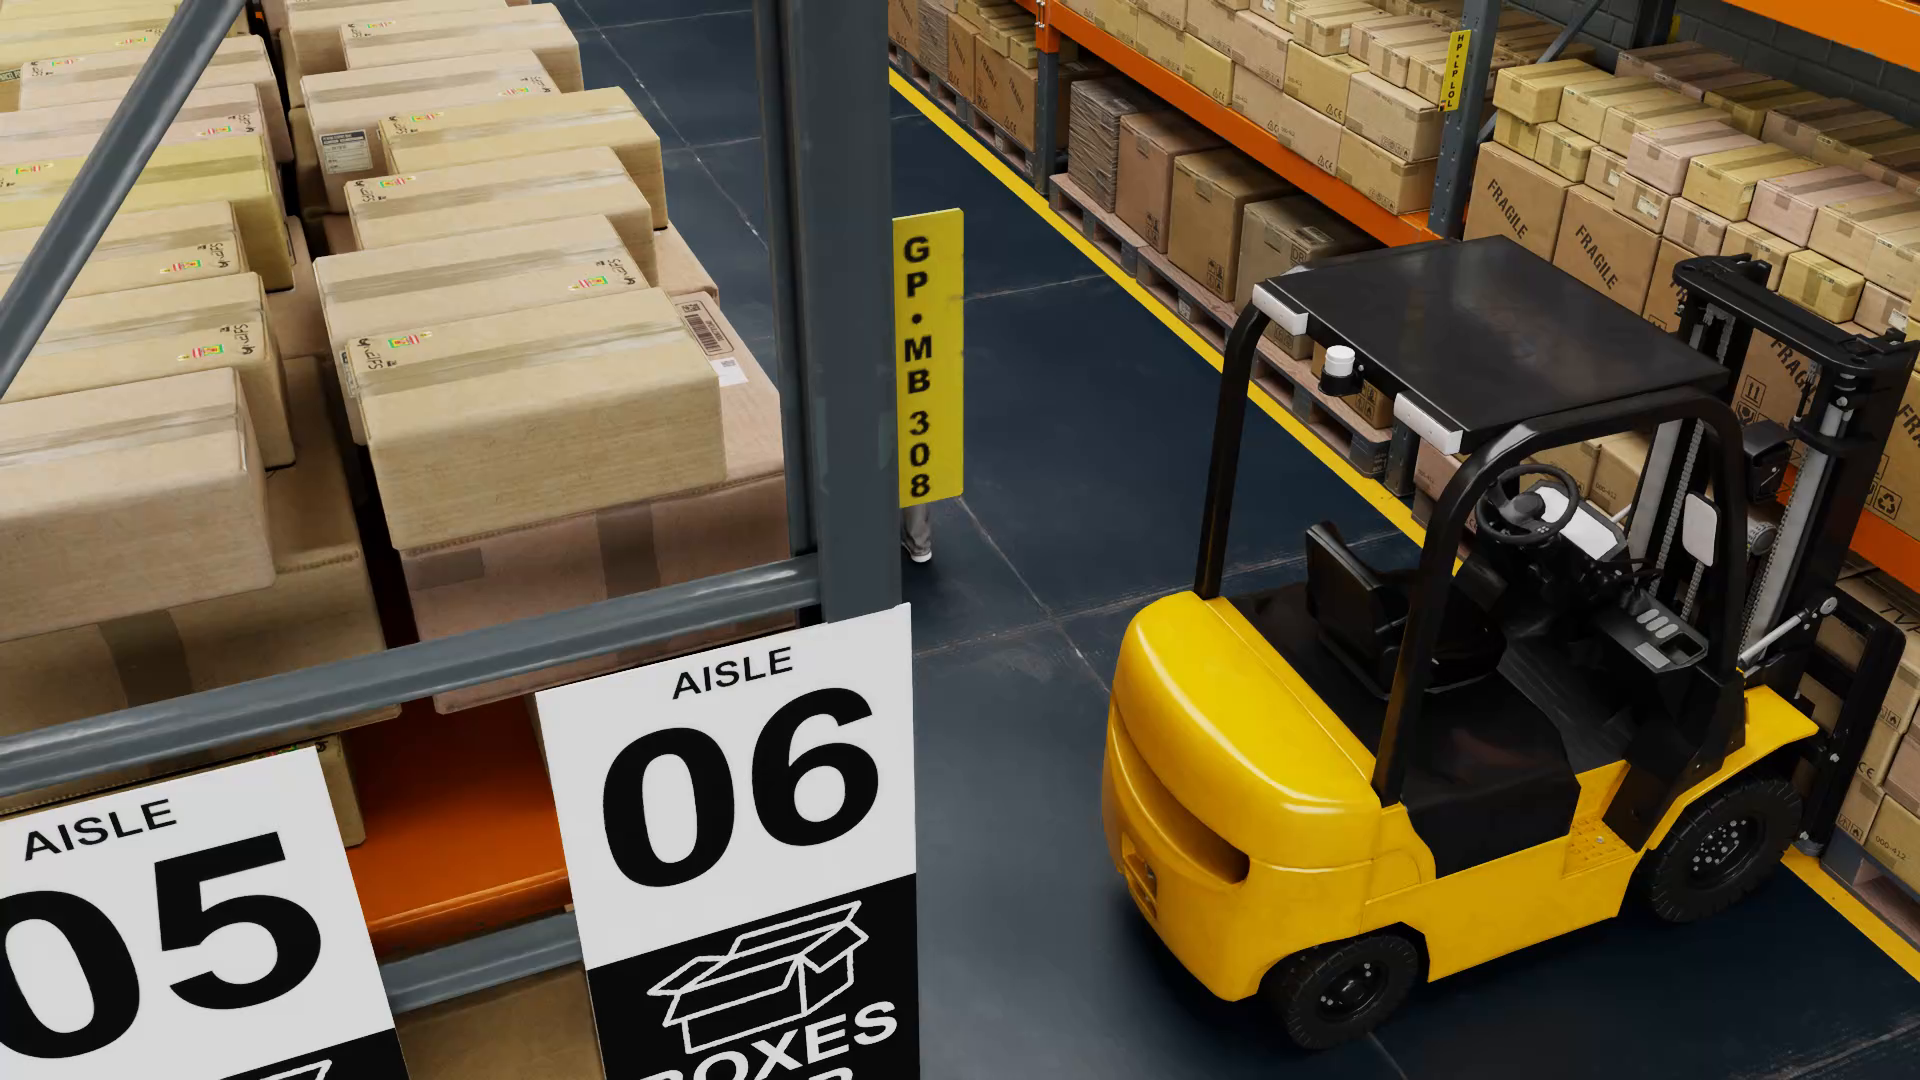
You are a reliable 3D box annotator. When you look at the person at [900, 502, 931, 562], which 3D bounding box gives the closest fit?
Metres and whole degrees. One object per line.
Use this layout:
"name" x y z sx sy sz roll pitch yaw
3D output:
"person" -0.381 -0.450 7.344 0.389 1.012 0.868 -14 37 -20
